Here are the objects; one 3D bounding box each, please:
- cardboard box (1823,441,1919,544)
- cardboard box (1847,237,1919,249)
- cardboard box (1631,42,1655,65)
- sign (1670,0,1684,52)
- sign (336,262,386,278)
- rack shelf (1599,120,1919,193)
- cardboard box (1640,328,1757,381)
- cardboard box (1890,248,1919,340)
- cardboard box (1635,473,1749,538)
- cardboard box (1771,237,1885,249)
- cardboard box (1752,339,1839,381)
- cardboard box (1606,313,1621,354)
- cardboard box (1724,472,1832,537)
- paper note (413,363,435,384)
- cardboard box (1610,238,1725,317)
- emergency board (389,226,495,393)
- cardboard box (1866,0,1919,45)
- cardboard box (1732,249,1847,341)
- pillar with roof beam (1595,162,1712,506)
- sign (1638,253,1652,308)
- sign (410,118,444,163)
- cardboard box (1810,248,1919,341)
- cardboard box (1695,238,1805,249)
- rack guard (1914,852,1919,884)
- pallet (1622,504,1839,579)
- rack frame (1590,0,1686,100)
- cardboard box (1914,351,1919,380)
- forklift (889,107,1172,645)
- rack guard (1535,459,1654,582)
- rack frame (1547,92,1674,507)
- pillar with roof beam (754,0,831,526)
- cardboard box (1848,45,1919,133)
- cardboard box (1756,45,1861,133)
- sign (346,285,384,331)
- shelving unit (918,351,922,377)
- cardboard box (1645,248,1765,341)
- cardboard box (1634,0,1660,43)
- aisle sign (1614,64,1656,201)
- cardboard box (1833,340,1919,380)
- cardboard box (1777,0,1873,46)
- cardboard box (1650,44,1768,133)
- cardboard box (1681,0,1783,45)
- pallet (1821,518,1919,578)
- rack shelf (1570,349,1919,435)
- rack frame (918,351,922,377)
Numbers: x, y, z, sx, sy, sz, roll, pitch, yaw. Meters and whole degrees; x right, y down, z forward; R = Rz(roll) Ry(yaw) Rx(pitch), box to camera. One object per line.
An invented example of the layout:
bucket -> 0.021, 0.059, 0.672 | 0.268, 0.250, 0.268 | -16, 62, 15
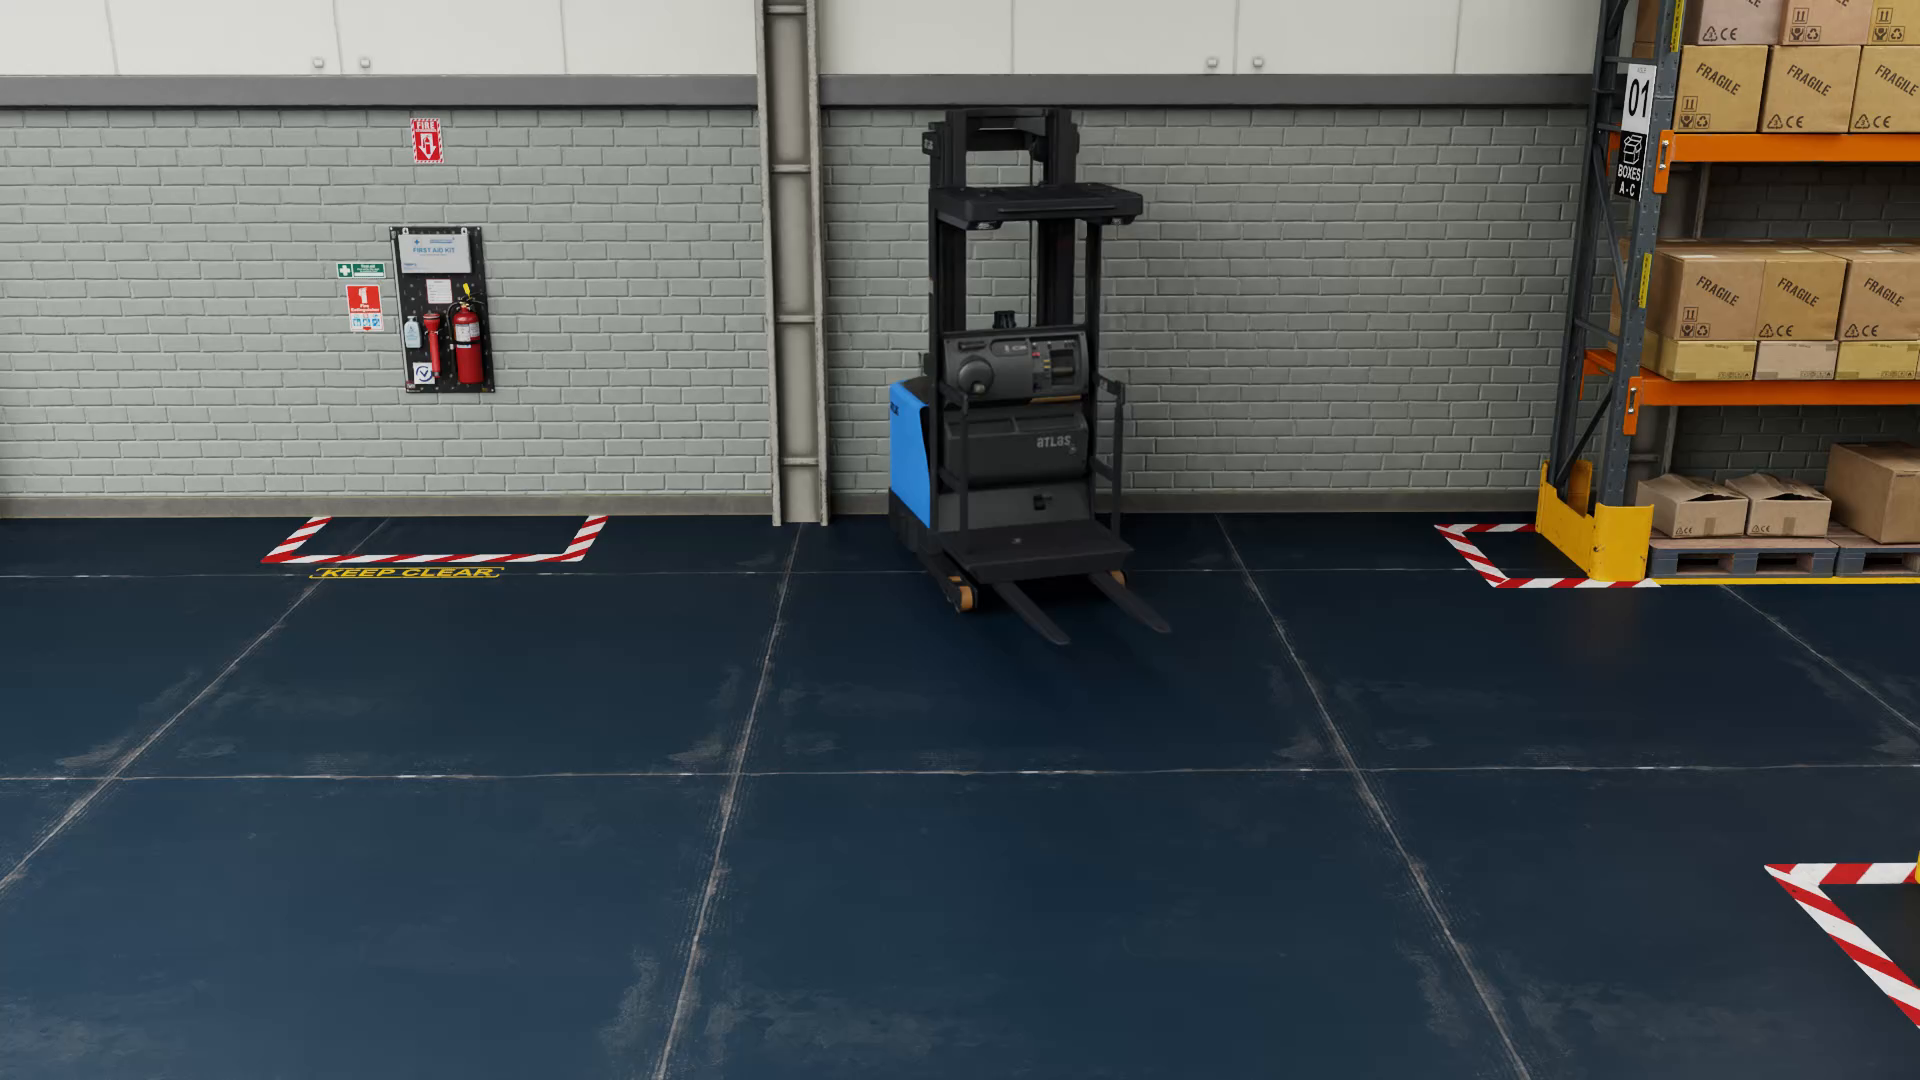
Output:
cardboard box -> 6.172, -0.325, 11.021 | 0.500, 0.500, 0.700 | -1, 18, -4
cardboard box -> 6.166, -1.707, 10.942 | 0.500, 0.500, 0.500 | 0, 18, 0
cardboard box -> 4.588, -2.903, 10.580 | 0.500, 0.500, 0.500 | 1, 18, 3
sign -> 4.183, -3.017, 9.701 | 0.005, 0.325, 0.100 | 0, 18, -1
sign -> -4.160, -1.872, 11.548 | 0.331, 0.109, 0.001 | 0, 18, -1
rack shelf -> 6.174, -2.434, 10.491 | 4.000, 0.370, 1.077 | 0, 18, -1
cardboard box -> 4.667, -1.182, 10.534 | 0.500, 0.250, 0.500 | -1, 18, -2
cardboard box -> 6.183, -1.550, 10.455 | 0.500, 0.500, 0.500 | 0, 18, 1
cardboard box -> 4.868, -0.244, 11.078 | 0.500, 0.311, 0.500 | -2, 18, -7
cardboard box -> 5.663, -1.704, 10.934 | 0.500, 0.500, 0.500 | -1, 18, -2
cardboard box -> 5.186, -1.189, 10.556 | 0.500, 0.250, 0.500 | -1, 18, -3
cardboard box -> 4.639, -1.338, 11.021 | 0.500, 0.250, 0.500 | 0, 18, 0
cardboard box -> 5.438, -0.246, 11.086 | 0.500, 0.311, 0.500 | 1, 18, 4
paper note -> -3.788, -1.178, 11.750 | 0.142, 0.148, 0.016 | 0, 18, -1
cardboard box -> 4.642, -1.701, 10.924 | 0.500, 0.500, 0.500 | 0, 18, -1
emergency board -> -3.610, -1.577, 11.553 | 0.643, 1.169, 0.194 | 0, 18, -1
cardboard box -> 5.578, -3.221, 9.933 | 0.500, 0.500, 0.500 | 0, 18, 1
cardboard box -> 5.151, -1.544, 10.434 | 0.500, 0.500, 0.500 | 0, 18, -1
pillar with roof beam -> 4.929, -3.148, 6.629 | 0.400, 9.000, 9.100 | 0, 18, -1
sign -> 4.183, -1.585, 10.161 | 0.005, 0.325, 0.100 | 0, 18, -1
sign -> -3.620, -2.711, 11.293 | 0.199, 0.298, 0.001 | 0, 18, -1
cardboard box -> 5.667, -1.544, 10.436 | 0.500, 0.500, 0.500 | -1, 18, -3
cardboard box -> 5.146, -1.700, 10.923 | 0.500, 0.500, 0.500 | 0, 18, 0
rack guard -> 4.232, 1.365, 6.475 | 0.348, 0.500, 1.175 | 0, 18, -1
pallet -> 5.063, -0.004, 11.215 | 1.213, 0.211, 1.003 | 0, 18, -1
rack frame -> 4.174, -4.195, 9.893 | 0.127, 3.000, 1.000 | 0, 18, -1
cardboard box -> 6.201, -1.191, 10.563 | 0.500, 0.250, 0.500 | 0, 18, 0
forklift -> 0.417, -1.088, 10.141 | 1.130, 2.935, 3.031 | -5, 19, -16
rack guard -> 4.250, -0.149, 11.193 | 0.348, 0.500, 1.175 | 0, 18, -1
rack frame -> 4.174, -1.339, 10.810 | 0.127, 3.000, 1.000 | 0, 18, -1
pillar with roof beam -> -1.071, -3.119, 6.538 | 0.400, 9.000, 9.100 | 0, 18, -1
cardboard box -> 5.569, -2.745, 10.086 | 0.500, 0.500, 0.500 | 1, 18, 2
cardboard box -> 5.050, -2.741, 10.074 | 0.500, 0.500, 0.500 | 1, 18, 3
sign -> -4.165, -1.623, 11.637 | 0.234, 0.329, 0.001 | 0, 18, -1
shelving unit -> -0.181, -0.736, 11.850 | 0.189, 1.200, 0.258 | -3, 15, -6
cardboard box -> 4.656, -1.544, 10.436 | 0.500, 0.500, 0.500 | 0, 18, -1
cardboard box -> 4.601, -3.382, 10.436 | 0.500, 0.500, 0.500 | 1, 18, 2
aisle sign -> 4.107, -2.484, 10.126 | 0.004, 0.787, 0.394 | 0, 18, -1
cardboard box -> 5.696, -1.190, 10.558 | 0.500, 0.250, 0.500 | -1, 18, -2
cardboard box -> 5.066, -3.215, 9.914 | 0.500, 0.500, 0.500 | 0, 18, -1
cardboard box -> 4.513, -2.749, 10.100 | 0.500, 0.500, 0.500 | 0, 18, 1
cardboard box -> 4.563, -3.228, 9.955 | 0.500, 0.500, 0.500 | -2, 18, -5
pallet -> 6.280, -0.009, 11.231 | 1.213, 0.211, 1.003 | 0, 18, -1
rack shelf -> 6.174, -1.006, 10.950 | 4.000, 0.370, 1.077 | 0, 18, -1
rack frame -> -0.272, -0.732, 11.841 | 0.006, 1.200, 0.240 | -3, 15, -6
